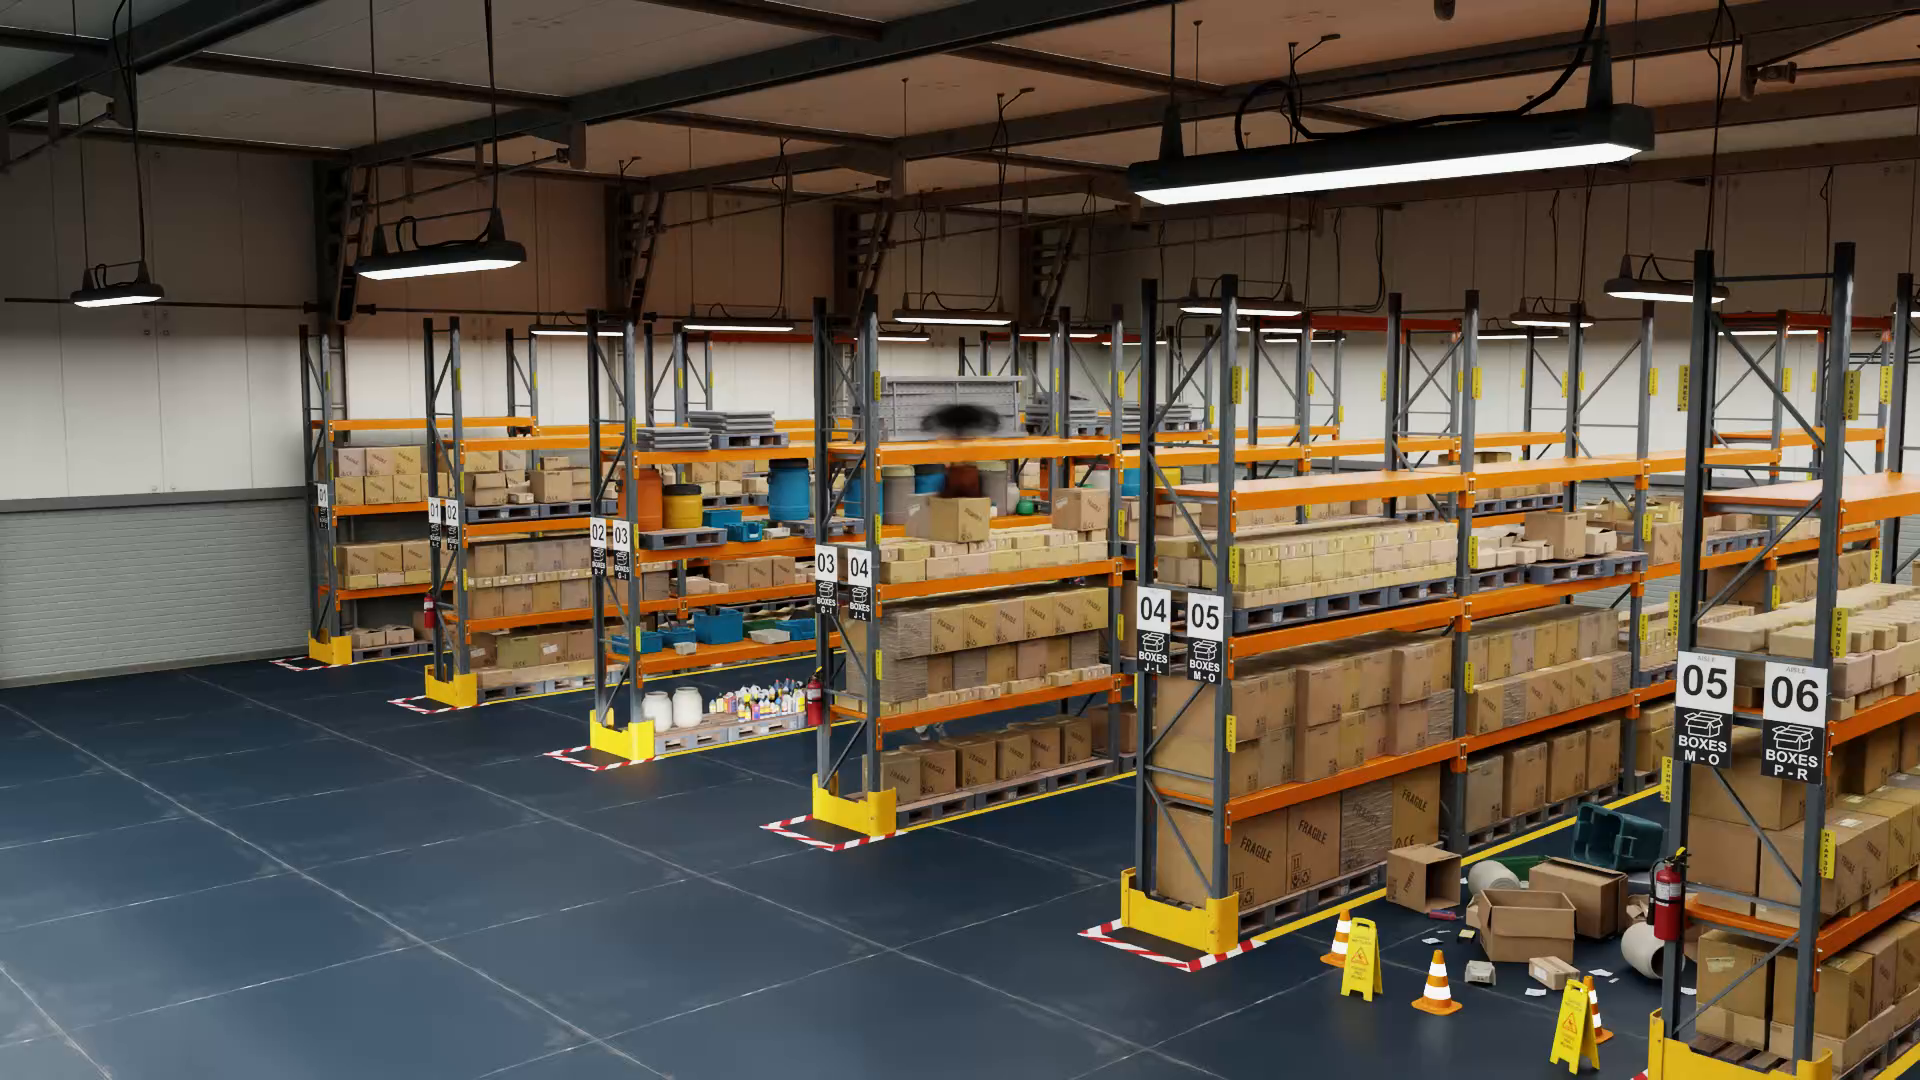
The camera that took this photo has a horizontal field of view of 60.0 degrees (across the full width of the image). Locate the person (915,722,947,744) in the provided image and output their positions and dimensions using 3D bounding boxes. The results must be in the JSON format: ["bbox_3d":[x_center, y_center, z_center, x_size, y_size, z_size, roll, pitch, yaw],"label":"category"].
[{"bbox_3d":[-0.544,2.052,22.863,0.636,1.610,0.910,2,6,20],"label":"person"}]
